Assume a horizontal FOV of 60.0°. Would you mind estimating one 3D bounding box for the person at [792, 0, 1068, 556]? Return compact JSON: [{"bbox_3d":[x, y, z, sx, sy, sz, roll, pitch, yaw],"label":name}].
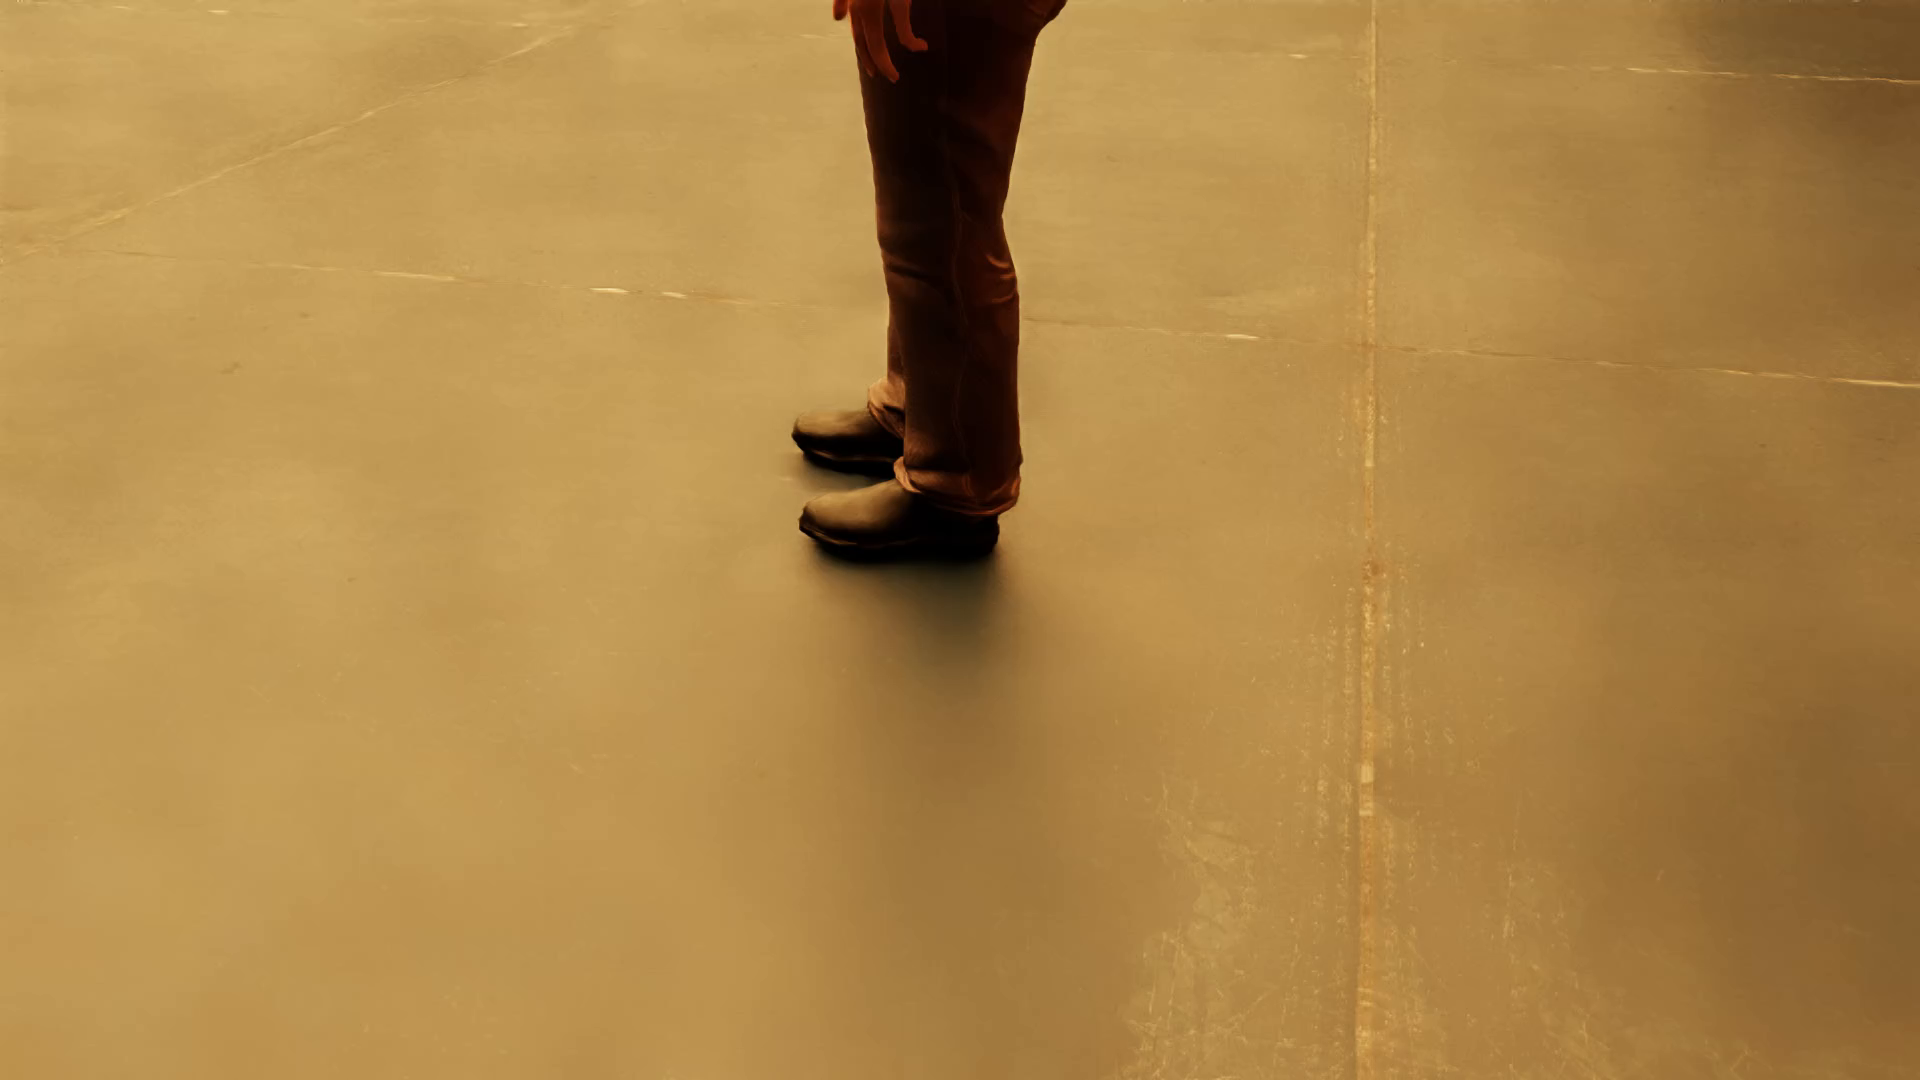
[{"bbox_3d":[-0.059,-0.785,2.128,0.567,1.720,0.632,6,27,11],"label":"person"}]
